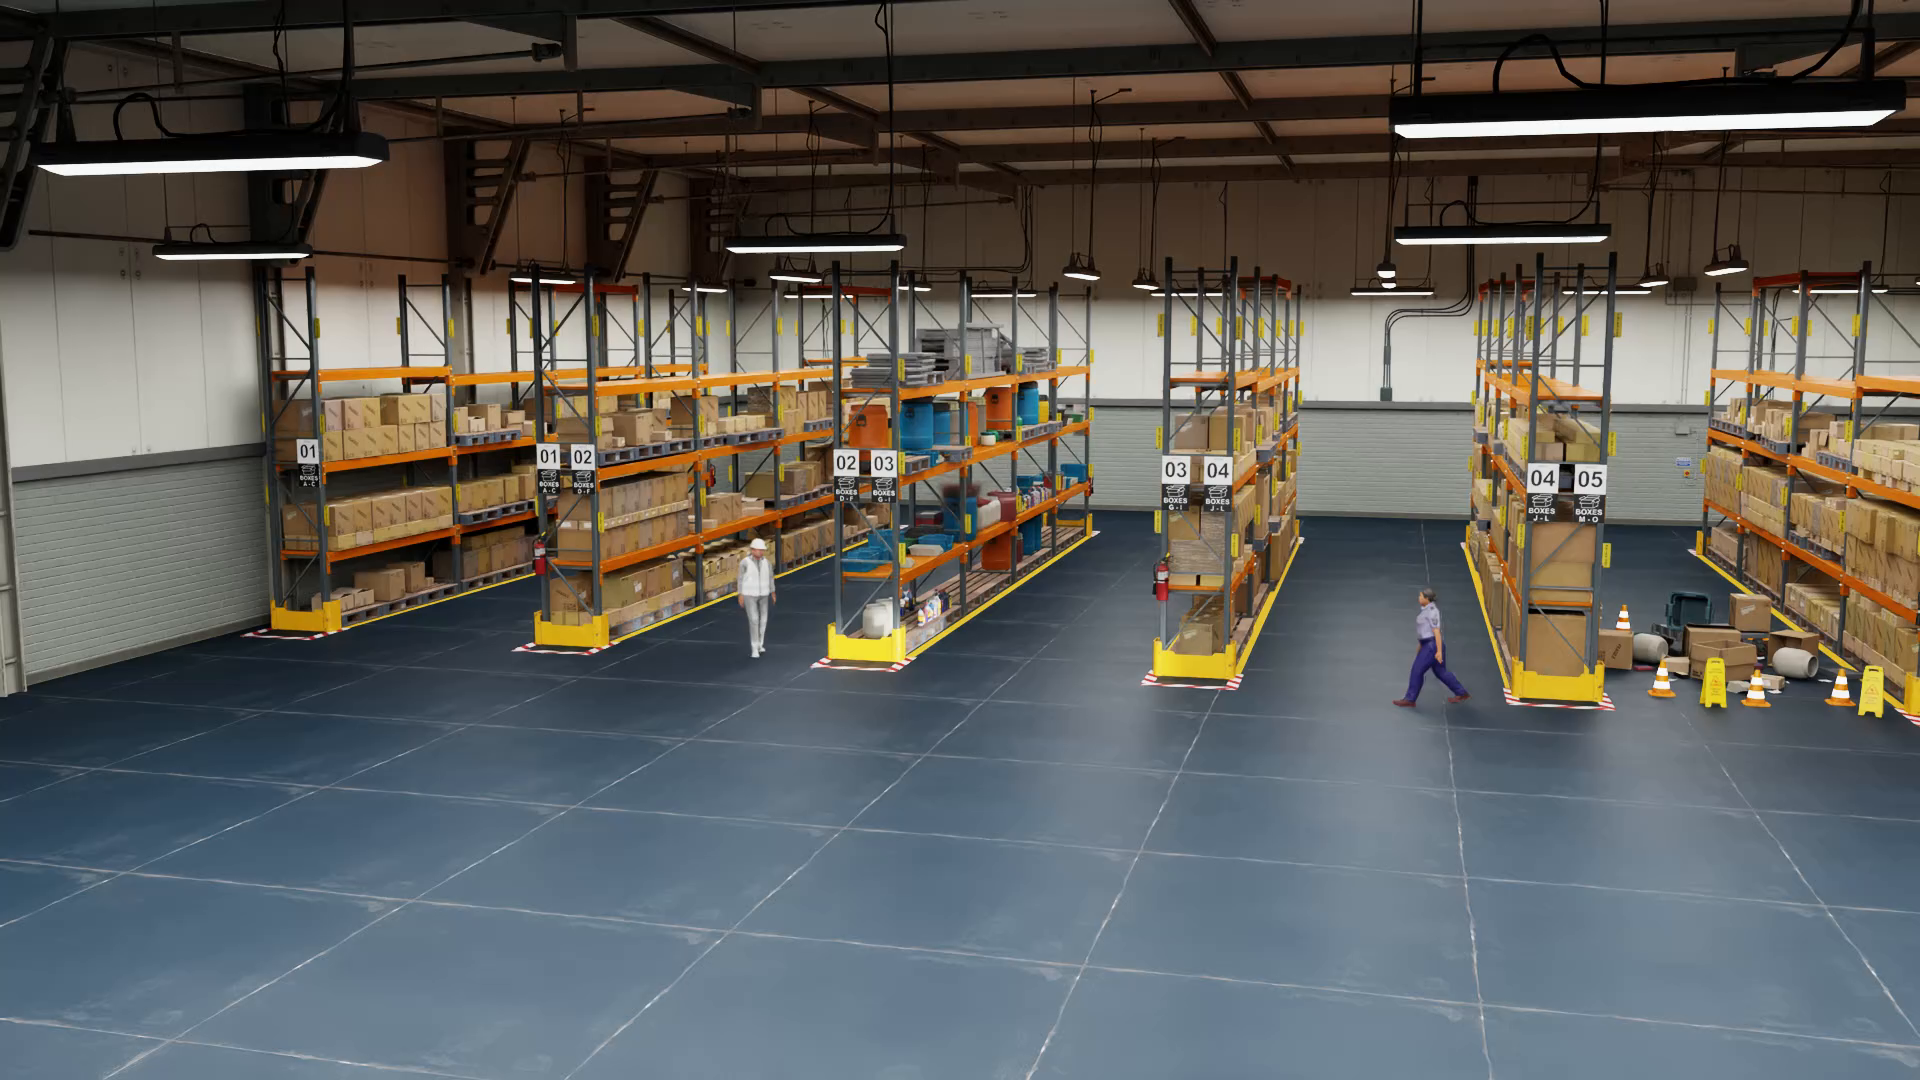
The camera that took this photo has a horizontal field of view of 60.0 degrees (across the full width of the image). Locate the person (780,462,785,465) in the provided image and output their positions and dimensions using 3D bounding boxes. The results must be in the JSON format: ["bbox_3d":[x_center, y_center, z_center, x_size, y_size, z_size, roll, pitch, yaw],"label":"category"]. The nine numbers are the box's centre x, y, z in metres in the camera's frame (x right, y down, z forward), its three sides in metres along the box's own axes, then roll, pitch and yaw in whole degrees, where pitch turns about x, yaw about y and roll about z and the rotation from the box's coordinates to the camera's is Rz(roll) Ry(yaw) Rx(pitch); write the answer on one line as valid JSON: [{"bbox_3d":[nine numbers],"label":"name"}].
[{"bbox_3d":[-4.337,-0.973,40.417,0.633,1.725,0.587,6,10,40],"label":"person"}]

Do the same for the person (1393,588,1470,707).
[{"bbox_3d":[6.265,1.417,22.025,1.013,1.595,0.518,1,7,8],"label":"person"}]

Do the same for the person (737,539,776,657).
[{"bbox_3d":[-3.113,0.904,25.689,0.565,1.835,0.530,-4,8,-31],"label":"person"}]
